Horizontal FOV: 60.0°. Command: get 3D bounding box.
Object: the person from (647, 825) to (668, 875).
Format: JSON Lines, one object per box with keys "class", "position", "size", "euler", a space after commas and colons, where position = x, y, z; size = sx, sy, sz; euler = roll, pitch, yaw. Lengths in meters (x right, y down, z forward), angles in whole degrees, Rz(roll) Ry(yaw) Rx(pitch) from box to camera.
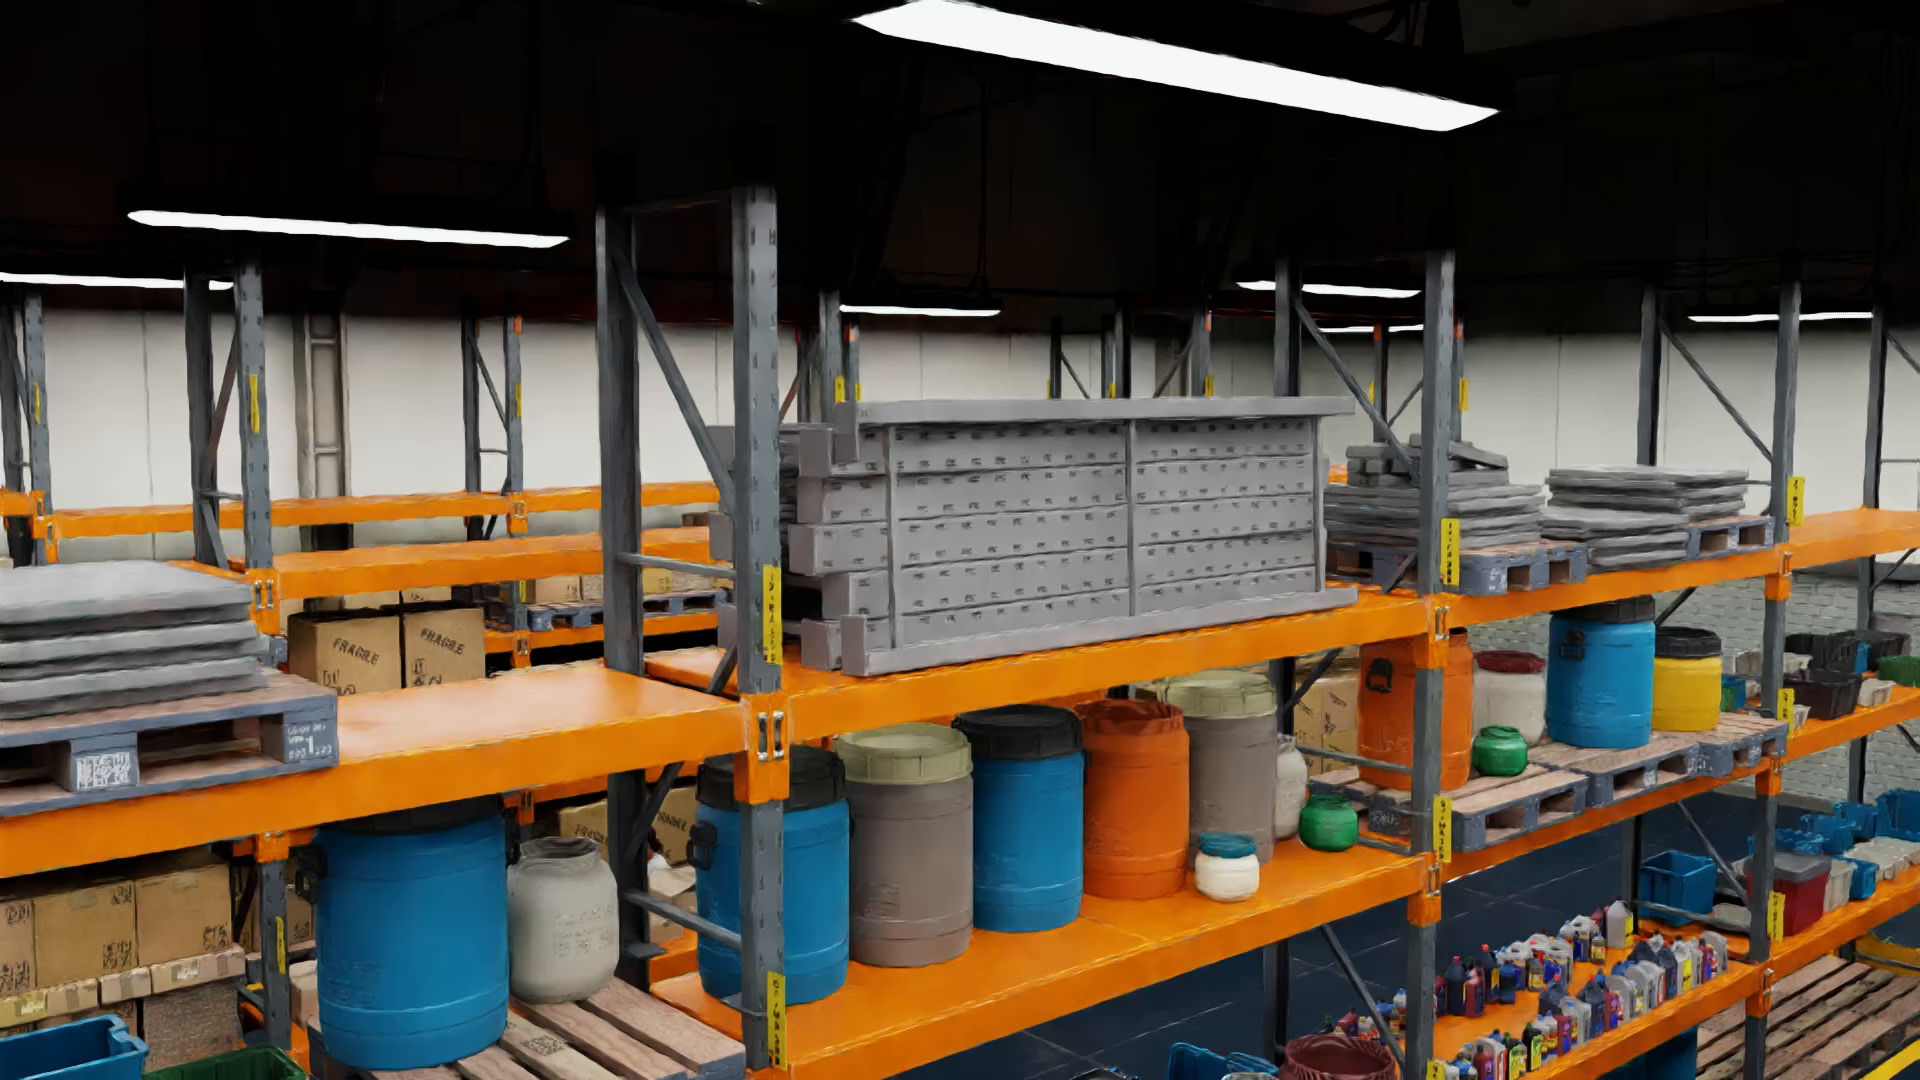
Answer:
{"class": "person", "position": [-2.529, 3.075, 13.525], "size": [1.082, 1.588, 0.447], "euler": [-4, 7, -38]}
